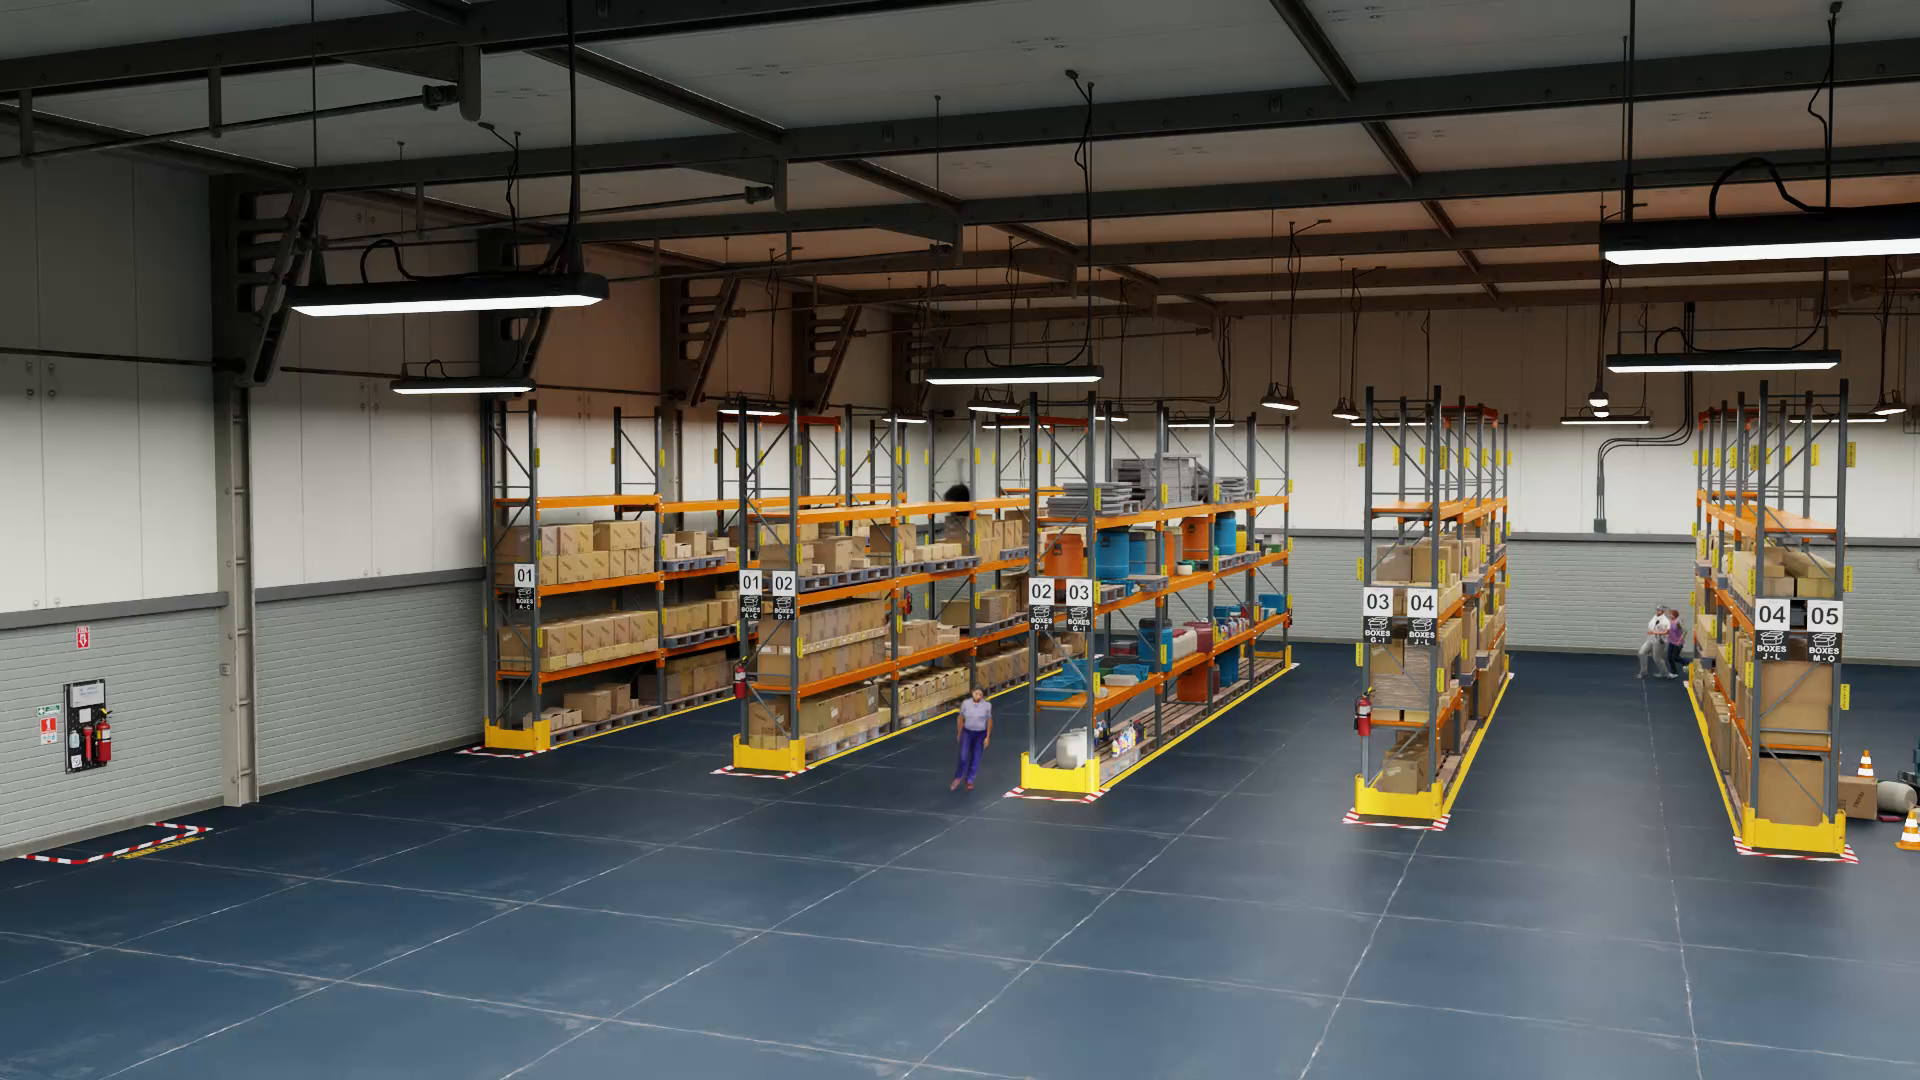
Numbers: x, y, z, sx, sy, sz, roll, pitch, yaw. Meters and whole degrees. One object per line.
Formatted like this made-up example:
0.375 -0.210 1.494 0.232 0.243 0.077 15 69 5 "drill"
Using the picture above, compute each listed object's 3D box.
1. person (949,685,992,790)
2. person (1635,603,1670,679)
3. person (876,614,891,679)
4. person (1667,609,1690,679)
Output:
0.157 2.953 24.938 0.651 1.594 0.525 0 3 -2 "person"
15.721 2.292 37.439 0.736 1.750 0.704 -1 3 -10 "person"
-1.658 2.396 36.207 0.540 1.590 0.888 1 3 15 "person"
16.343 2.359 37.817 0.599 1.577 0.536 -1 3 -21 "person"
